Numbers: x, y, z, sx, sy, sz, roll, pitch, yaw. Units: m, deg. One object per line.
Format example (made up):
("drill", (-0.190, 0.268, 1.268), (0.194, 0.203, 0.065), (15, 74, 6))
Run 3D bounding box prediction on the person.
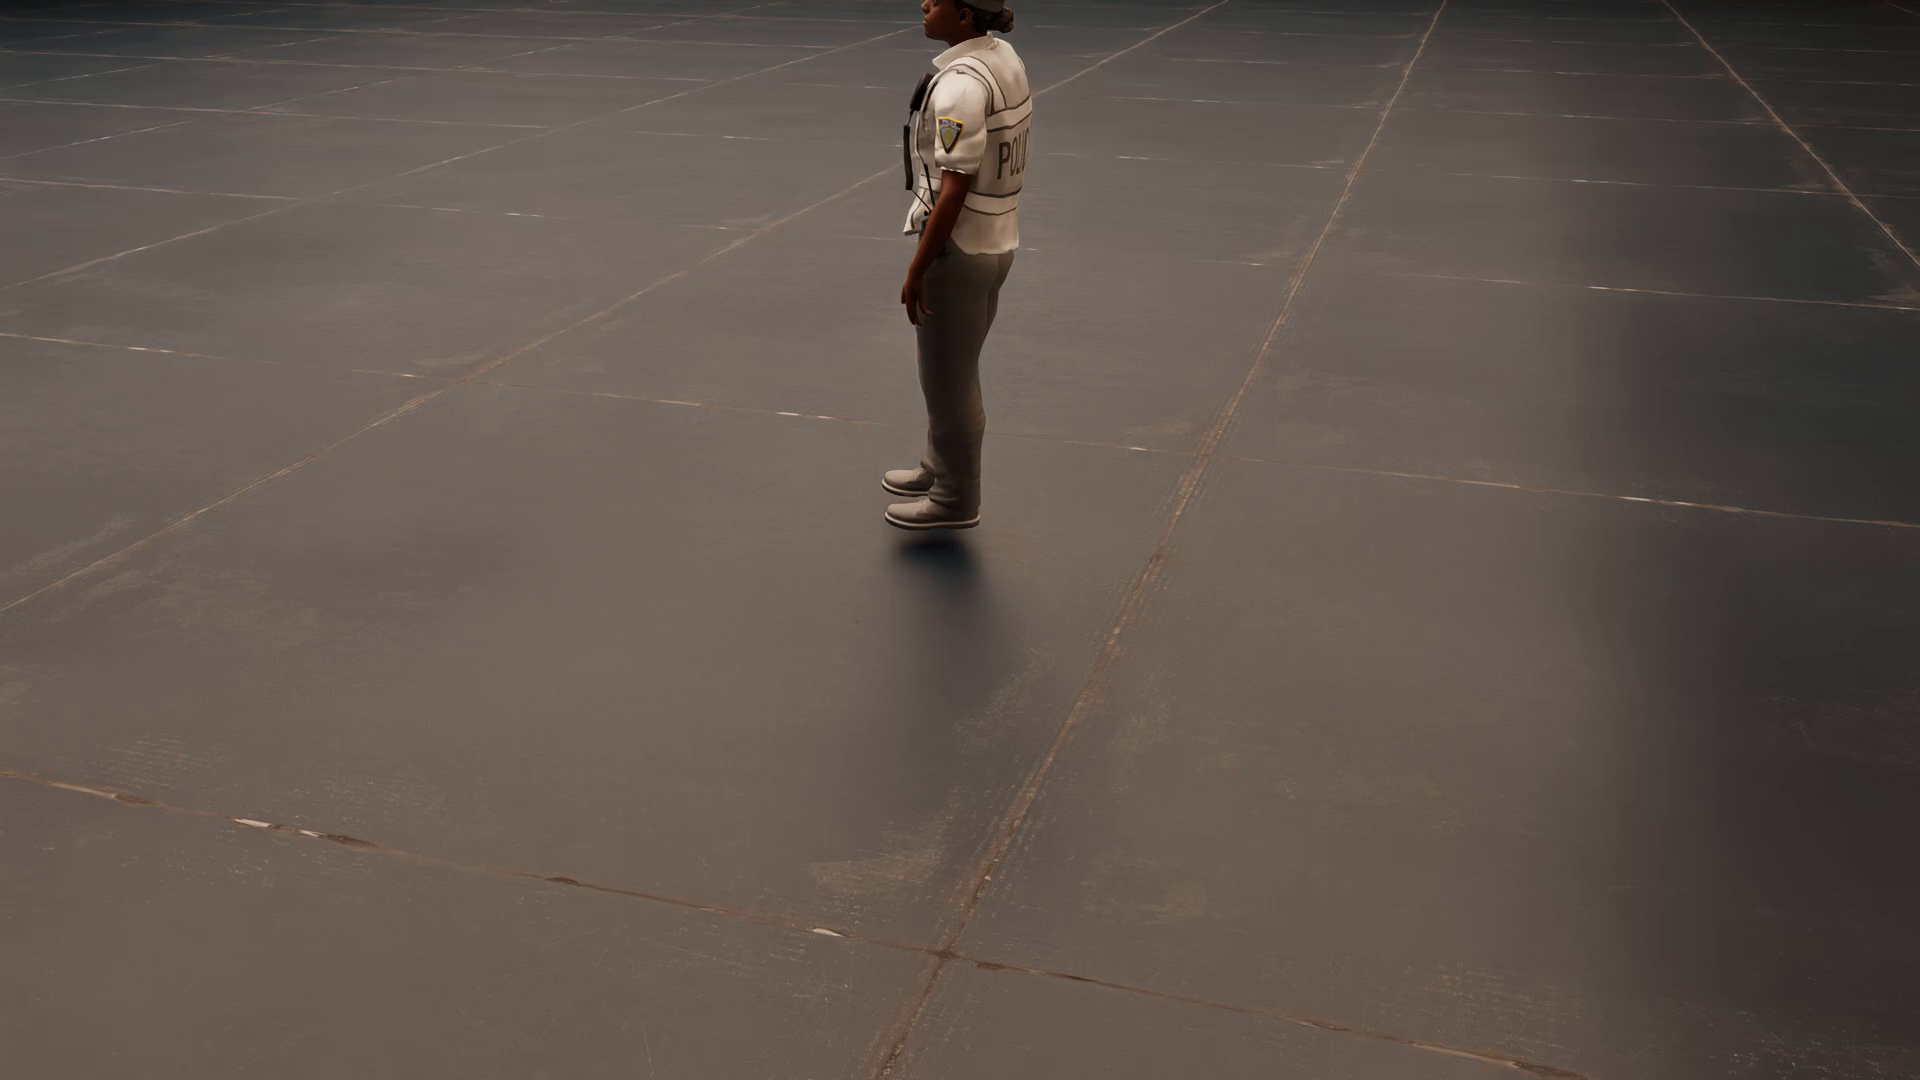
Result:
("person", (-0.065, -0.843, 4.817), (0.529, 1.695, 0.569), (7, 23, 16))
